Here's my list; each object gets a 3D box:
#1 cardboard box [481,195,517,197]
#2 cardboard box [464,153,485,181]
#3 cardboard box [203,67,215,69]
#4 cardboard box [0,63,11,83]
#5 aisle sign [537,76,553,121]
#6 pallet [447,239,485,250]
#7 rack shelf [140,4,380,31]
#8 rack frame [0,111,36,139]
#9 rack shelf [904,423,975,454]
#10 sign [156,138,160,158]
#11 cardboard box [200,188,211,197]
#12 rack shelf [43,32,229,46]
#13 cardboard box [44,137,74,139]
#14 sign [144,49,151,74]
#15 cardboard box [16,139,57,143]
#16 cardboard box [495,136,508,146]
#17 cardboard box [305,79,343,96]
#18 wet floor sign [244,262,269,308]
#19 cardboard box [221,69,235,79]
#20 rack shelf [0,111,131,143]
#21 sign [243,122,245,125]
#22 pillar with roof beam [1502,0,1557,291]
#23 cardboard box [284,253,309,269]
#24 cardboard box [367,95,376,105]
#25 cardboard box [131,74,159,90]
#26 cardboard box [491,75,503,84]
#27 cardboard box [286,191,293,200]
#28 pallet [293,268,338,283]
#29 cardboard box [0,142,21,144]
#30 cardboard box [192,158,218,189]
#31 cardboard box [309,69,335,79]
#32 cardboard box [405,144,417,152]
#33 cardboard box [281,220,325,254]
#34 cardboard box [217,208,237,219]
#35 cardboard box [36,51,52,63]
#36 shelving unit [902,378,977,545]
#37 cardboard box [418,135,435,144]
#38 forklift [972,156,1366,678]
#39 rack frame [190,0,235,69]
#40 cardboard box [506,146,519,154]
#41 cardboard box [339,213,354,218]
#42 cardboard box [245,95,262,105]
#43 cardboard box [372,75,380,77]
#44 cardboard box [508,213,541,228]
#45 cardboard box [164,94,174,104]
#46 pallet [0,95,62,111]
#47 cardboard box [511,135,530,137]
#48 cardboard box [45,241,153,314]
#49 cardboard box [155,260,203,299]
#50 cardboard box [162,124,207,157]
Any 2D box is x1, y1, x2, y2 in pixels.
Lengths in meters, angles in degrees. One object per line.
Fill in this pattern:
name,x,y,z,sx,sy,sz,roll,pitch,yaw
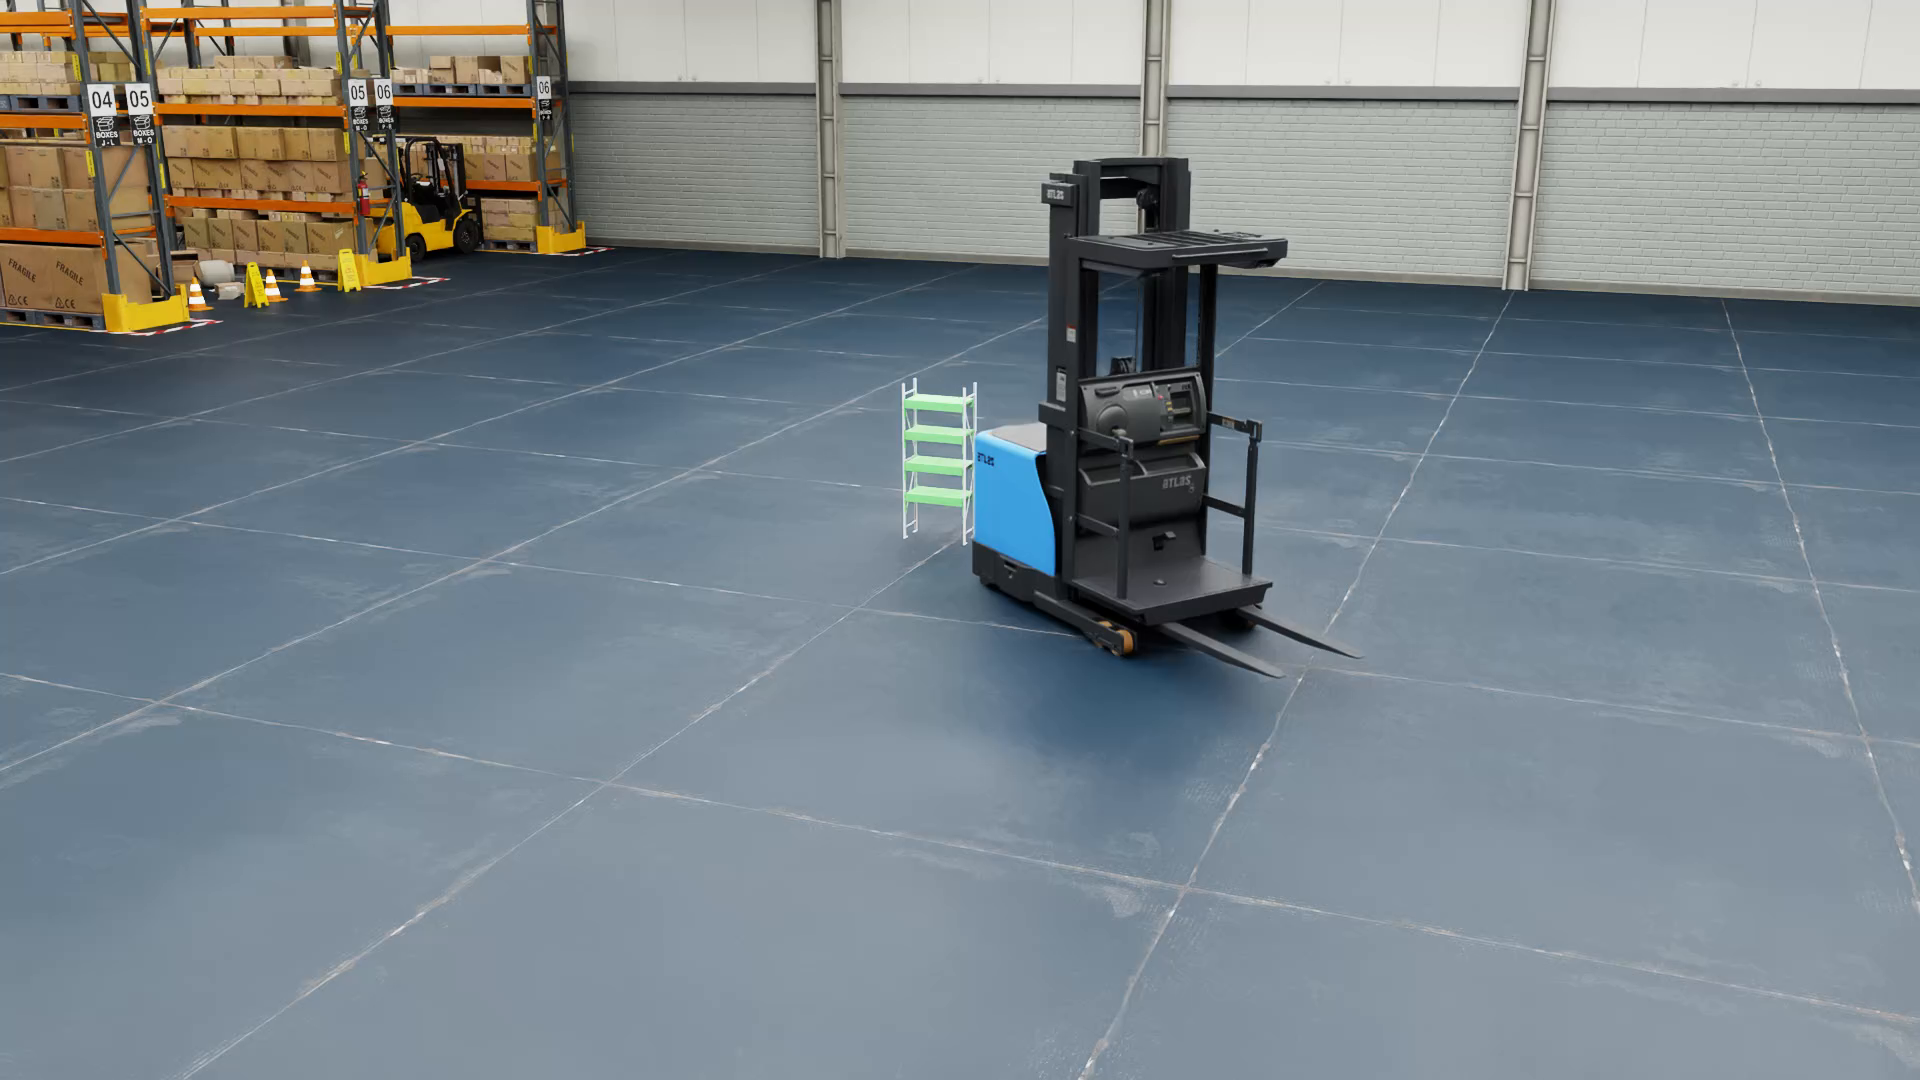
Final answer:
cardboard box,-8.909,-6.529,32.170,0.500,0.250,0.500,6,17,20
cardboard box,-9.114,-7.104,31.584,0.500,0.500,0.500,6,17,20
cardboard box,-15.287,-9.596,33.989,0.250,0.149,0.380,6,17,19
cardboard box,-12.634,-6.225,22.160,0.500,0.250,0.500,6,17,20
aisle sign,-7.651,-8.131,30.640,0.004,0.787,0.394,6,17,21
pallet,-9.462,-5.819,32.340,1.213,0.211,1.003,6,17,21
rack shelf,-11.282,-8.417,26.821,4.000,0.370,1.077,6,17,21
rack frame,-16.864,-6.496,29.671,0.127,3.000,1.000,6,17,21
rack shelf,-0.154,-0.762,12.516,0.480,0.148,0.258,6,17,21
sign,-13.343,-6.499,27.603,0.005,0.325,0.100,6,17,21
cardboard box,-12.455,-5.819,27.790,0.250,0.149,0.380,6,17,20
rack shelf,-16.907,-10.332,34.131,4.000,0.370,1.077,6,17,21
cardboard box,-15.854,-6.864,29.473,0.500,0.500,0.500,6,17,20
sign,-10.935,-6.425,22.337,0.005,0.325,0.100,6,17,21
cardboard box,-16.043,-6.731,29.014,0.500,0.500,0.500,7,18,23
cardboard box,-8.509,-7.487,31.207,0.250,0.149,0.380,7,17,22
cardboard box,-9.997,-7.172,26.353,0.500,0.250,0.500,6,17,20
wet floor sign,-10.391,-3.764,24.481,0.232,0.644,0.267,3,17,11
cardboard box,-11.738,-7.554,26.954,0.250,0.149,0.380,6,17,20
rack shelf,-13.005,-5.683,22.781,4.000,0.370,1.077,6,17,21
sign,-14.846,-8.484,34.442,0.005,0.325,0.100,6,17,21
pillar with roof beam,7.244,-7.194,21.313,0.400,9.000,9.100,6,17,21
cardboard box,-10.752,-4.627,27.411,0.500,0.250,0.500,6,17,21
cardboard box,-9.611,-7.116,26.876,0.250,0.149,0.380,6,17,21
cardboard box,-13.739,-7.680,27.882,0.500,0.250,0.500,6,17,20
cardboard box,-8.486,-8.541,30.853,0.250,0.149,0.380,6,17,19
cardboard box,-10.793,-5.650,27.207,0.250,0.149,0.380,7,17,21
pallet,-10.235,-4.439,27.585,1.213,0.211,1.003,6,17,21
cardboard box,-13.528,-5.220,23.068,0.550,0.550,0.875,6,17,21
cardboard box,-12.360,-6.115,27.646,0.500,0.500,0.500,6,17,20
cardboard box,-10.071,-7.375,26.338,0.250,0.149,0.380,7,17,22
cardboard box,-10.429,-7.544,31.935,0.250,0.149,0.380,7,17,22
cardboard box,-10.750,-4.986,27.302,0.500,0.500,0.500,7,18,23
cardboard box,-12.120,-5.429,27.665,0.250,0.149,0.380,7,18,23
cardboard box,-11.814,-6.309,21.732,0.250,0.149,0.380,6,17,21
shelving unit,-0.154,-0.593,12.565,0.503,1.200,0.258,6,17,21
cardboard box,-10.167,-7.668,31.831,0.250,0.149,0.380,6,17,20
forklift,1.274,-0.839,10.305,1.130,2.935,3.031,-10,19,-30
rack frame,-15.046,-10.665,33.270,0.127,3.000,1.000,6,17,21
cardboard box,-8.278,-7.306,31.119,0.250,0.149,0.380,7,17,22
cardboard box,-11.815,-6.487,33.143,0.625,0.625,0.875,7,18,23
cardboard box,-11.302,-7.107,26.846,0.250,0.149,0.380,6,17,20
cardboard box,-11.019,-8.820,31.812,0.250,0.149,0.380,7,17,22
cardboard box,-8.172,-6.056,31.435,0.500,0.250,0.500,6,17,20
cardboard box,-12.941,-7.311,27.546,0.250,0.149,0.380,6,17,20
pallet,-12.977,-5.979,22.669,1.213,0.211,1.003,6,17,21
cardboard box,-8.320,-7.617,31.654,0.250,0.149,0.380,7,17,22
cardboard box,-11.799,-3.617,22.812,0.875,0.875,0.875,6,17,21
cardboard box,-11.985,-4.002,25.557,0.637,0.503,0.797,-5,17,-18
cardboard box,-12.813,-6.657,27.718,0.500,0.500,0.700,6,17,20
